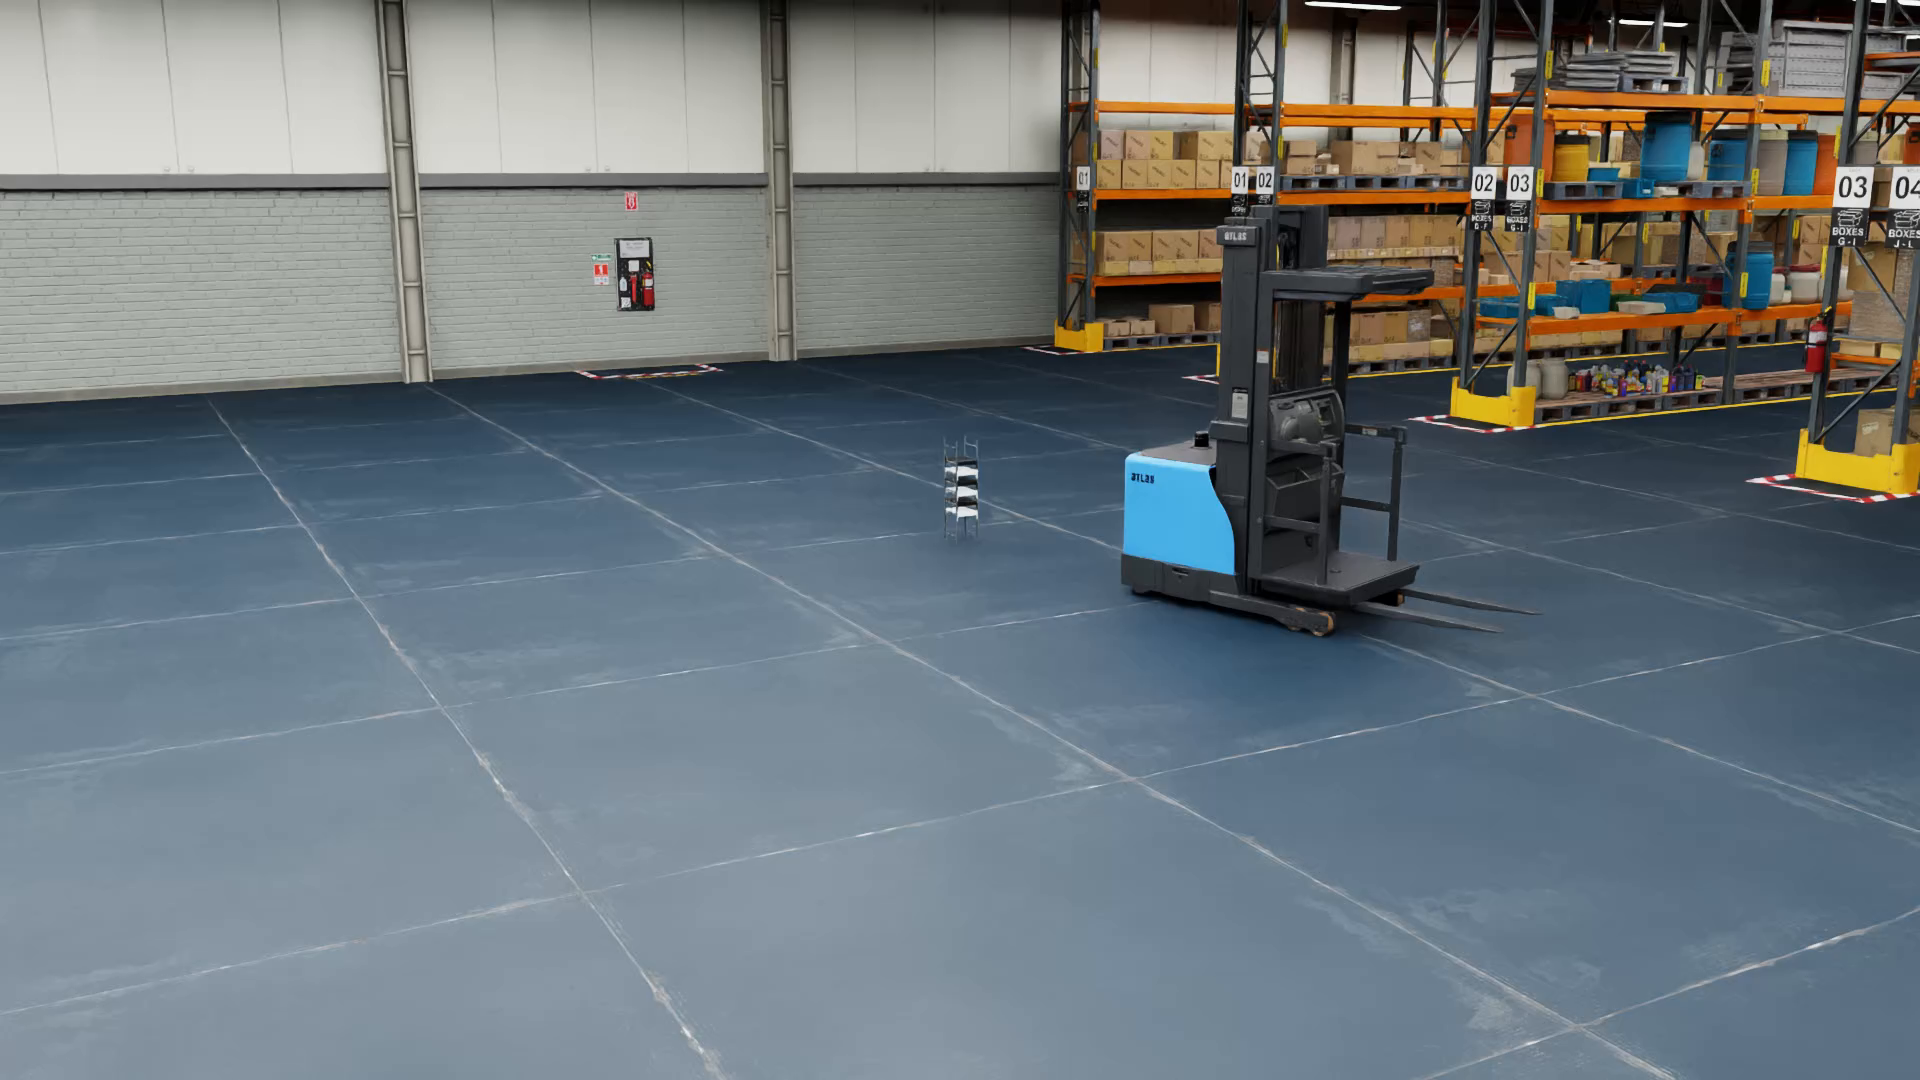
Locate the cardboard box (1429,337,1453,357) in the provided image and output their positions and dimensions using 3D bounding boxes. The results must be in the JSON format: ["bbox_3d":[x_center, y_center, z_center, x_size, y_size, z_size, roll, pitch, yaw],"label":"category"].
[{"bbox_3d":[7.652,-3.141,27.041,0.500,0.250,0.500,-7,14,-28],"label":"cardboard box"}]

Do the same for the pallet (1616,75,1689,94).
[{"bbox_3d":[8.542,-5.832,21.369,1.213,0.211,1.003,-7,14,-28],"label":"pallet"}]

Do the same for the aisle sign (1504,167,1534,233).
[{"bbox_3d":[6.891,-4.197,20.506,0.004,0.787,0.394,-7,14,-28],"label":"aisle sign"}]

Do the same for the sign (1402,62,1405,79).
[{"bbox_3d":[8.819,-9.310,32.994,0.005,0.325,0.100,-7,14,-28],"label":"sign"}]

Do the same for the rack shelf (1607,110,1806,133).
[{"bbox_3d":[13.221,-7.381,29.458,4.000,0.370,1.077,-7,14,-28],"label":"rack shelf"}]

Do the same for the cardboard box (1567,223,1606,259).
[{"bbox_3d":[13.083,-6.365,35.376,0.700,0.700,0.980,-7,14,-27],"label":"cardboard box"}]

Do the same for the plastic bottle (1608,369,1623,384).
[{"bbox_3d":[8.971,-2.204,22.773,0.135,0.276,0.152,-7,14,-28],"label":"plastic bottle"}]

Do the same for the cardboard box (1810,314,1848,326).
[{"bbox_3d":[16.623,-4.406,32.038,0.637,0.503,0.797,-7,14,-28],"label":"cardboard box"}]

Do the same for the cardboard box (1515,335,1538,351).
[{"bbox_3d":[9.330,-3.335,27.904,0.500,0.250,0.500,-7,15,-30],"label":"cardboard box"}]

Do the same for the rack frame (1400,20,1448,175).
[{"bbox_3d":[9.088,-8.671,32.641,0.127,3.000,1.000,-7,14,-28],"label":"rack frame"}]

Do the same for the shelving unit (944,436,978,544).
[{"bbox_3d":[0.007,-0.440,14.514,0.210,0.900,0.258,-7,14,-28],"label":"shelving unit"}]

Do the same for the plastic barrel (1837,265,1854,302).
[{"bbox_3d":[12.665,-3.695,23.943,0.421,0.512,0.421,0,13,0],"label":"plastic barrel"}]

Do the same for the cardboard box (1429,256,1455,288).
[{"bbox_3d":[7.568,-4.370,26.966,0.500,0.500,0.700,-7,15,-29],"label":"cardboard box"}]

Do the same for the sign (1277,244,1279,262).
[{"bbox_3d":[4.704,-4.301,24.738,0.005,0.325,0.100,-7,14,-28],"label":"sign"}]

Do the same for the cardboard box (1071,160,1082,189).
[{"bbox_3d":[2.311,-6.517,29.629,0.500,0.500,0.500,-6,14,-24],"label":"cardboard box"}]

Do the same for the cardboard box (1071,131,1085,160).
[{"bbox_3d":[2.320,-7.008,29.533,0.500,0.500,0.500,-6,14,-25],"label":"cardboard box"}]

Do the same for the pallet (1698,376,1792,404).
[{"bbox_3d":[10.995,-2.143,23.653,1.213,0.211,1.003,-7,14,-28],"label":"pallet"}]

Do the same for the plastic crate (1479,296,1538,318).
[{"bbox_3d":[7.109,-3.031,21.583,0.616,0.251,0.499,-7,14,-28],"label":"plastic crate"}]

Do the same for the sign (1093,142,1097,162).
[{"bbox_3d":[2.327,-6.687,28.670,0.005,0.325,0.100,-7,14,-28],"label":"sign"}]

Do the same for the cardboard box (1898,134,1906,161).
[{"bbox_3d":[18.044,-7.574,32.095,0.500,0.500,0.700,-7,14,-28],"label":"cardboard box"}]

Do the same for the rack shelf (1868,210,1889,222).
[{"bbox_3d":[10.942,-3.361,17.520,4.000,0.370,1.077,-7,14,-28],"label":"rack shelf"}]

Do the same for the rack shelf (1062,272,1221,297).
[{"bbox_3d":[3.822,-4.762,30.574,4.000,0.370,1.077,-7,14,-28],"label":"rack shelf"}]

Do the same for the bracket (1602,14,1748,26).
[{"bbox_3d":[15.595,-11.334,36.278,4.783,0.066,0.076,-7,14,-28],"label":"bracket"}]

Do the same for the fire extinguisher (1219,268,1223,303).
[{"bbox_3d":[4.117,-3.987,25.671,0.183,0.674,0.296,-7,14,-28],"label":"fire extinguisher"}]

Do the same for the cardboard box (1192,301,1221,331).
[{"bbox_3d":[4.686,-4.201,31.136,0.500,0.500,0.500,-8,15,-32],"label":"cardboard box"}]

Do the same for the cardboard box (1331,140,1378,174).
[{"bbox_3d":[6.032,-5.855,25.460,0.500,0.500,0.500,-7,14,-28],"label":"cardboard box"}]

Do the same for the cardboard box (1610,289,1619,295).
[{"bbox_3d":[13.747,-5.261,35.891,0.500,0.500,0.700,-7,14,-28],"label":"cardboard box"}]

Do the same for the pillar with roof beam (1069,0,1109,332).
[{"bbox_3d":[4.329,-7.240,26.283,0.548,9.000,9.100,-7,14,-28],"label":"pillar with roof beam"}]

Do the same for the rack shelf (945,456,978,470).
[{"bbox_3d":[0.007,-0.671,14.462,0.200,0.077,0.258,-7,14,-28],"label":"rack shelf"}]

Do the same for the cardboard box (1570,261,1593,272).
[{"bbox_3d":[10.587,-4.689,28.817,0.500,0.311,0.500,-7,14,-29],"label":"cardboard box"}]

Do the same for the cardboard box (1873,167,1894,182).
[{"bbox_3d":[9.281,-3.713,16.875,0.250,0.149,0.380,-7,14,-28],"label":"cardboard box"}]

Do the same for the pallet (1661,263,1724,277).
[{"bbox_3d":[13.170,-4.901,29.993,1.213,0.211,1.003,-7,14,-28],"label":"pallet"}]

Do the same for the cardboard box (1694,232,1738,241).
[{"bbox_3d":[13.880,-5.373,30.466,0.500,0.500,0.700,-4,13,-19],"label":"cardboard box"}]

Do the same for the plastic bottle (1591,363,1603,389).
[{"bbox_3d":[8.715,-2.247,22.793,0.185,0.351,0.144,-6,14,-26],"label":"plastic bottle"}]

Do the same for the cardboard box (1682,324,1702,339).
[{"bbox_3d":[12.901,-3.885,29.733,0.500,0.500,0.500,-7,14,-29],"label":"cardboard box"}]

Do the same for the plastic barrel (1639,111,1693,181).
[{"bbox_3d":[9.399,-5.243,22.142,0.708,0.901,0.600,-7,14,-28],"label":"plastic barrel"}]

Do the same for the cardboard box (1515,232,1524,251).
[{"bbox_3d":[11.427,-6.164,34.217,0.500,0.500,0.500,-7,14,-28],"label":"cardboard box"}]

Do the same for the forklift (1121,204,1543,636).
[{"bbox_3d":[2.662,-0.888,11.879,3.031,2.935,1.130,12,17,42],"label":"forklift"}]

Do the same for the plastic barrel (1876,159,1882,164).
[{"bbox_3d":[13.416,-5.379,24.591,0.421,0.512,0.421,0,13,0],"label":"plastic barrel"}]

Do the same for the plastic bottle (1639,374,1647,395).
[{"bbox_3d":[9.121,-2.075,22.210,0.097,0.271,0.097,0,13,0],"label":"plastic bottle"}]

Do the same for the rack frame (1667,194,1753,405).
[{"bbox_3d":[10.324,-3.414,22.946,0.127,3.000,1.000,-7,14,-28],"label":"rack frame"}]

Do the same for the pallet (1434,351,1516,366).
[{"bbox_3d":[8.582,-3.093,27.873,1.213,0.211,1.003,-7,14,-28],"label":"pallet"}]

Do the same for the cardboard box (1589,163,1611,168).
[{"bbox_3d":[10.642,-6.267,28.180,0.500,0.250,0.500,-6,14,-26],"label":"cardboard box"}]

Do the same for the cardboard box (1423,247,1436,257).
[{"bbox_3d":[7.372,-4.610,26.558,0.250,0.149,0.380,-7,15,-30],"label":"cardboard box"}]

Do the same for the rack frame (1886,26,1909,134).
[{"bbox_3d":[18.487,-8.558,32.140,0.127,3.000,1.000,-7,14,-28],"label":"rack frame"}]

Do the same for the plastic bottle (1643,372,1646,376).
[{"bbox_3d":[9.249,-2.130,22.426,0.133,0.283,0.061,-7,14,-28],"label":"plastic bottle"}]

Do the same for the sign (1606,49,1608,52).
[{"bbox_3d":[11.197,-8.314,28.749,0.005,0.325,0.100,-7,14,-28],"label":"sign"}]

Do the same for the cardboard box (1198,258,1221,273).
[{"bbox_3d":[4.432,-5.045,30.489,0.500,0.250,0.500,-7,14,-28],"label":"cardboard box"}]

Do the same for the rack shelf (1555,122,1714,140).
[{"bbox_3d":[14.355,-8.756,35.568,4.000,0.370,1.077,-7,14,-28],"label":"rack shelf"}]

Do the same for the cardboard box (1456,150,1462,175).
[{"bbox_3d":[9.926,-7.599,33.479,0.500,0.500,0.700,-8,15,-31],"label":"cardboard box"}]

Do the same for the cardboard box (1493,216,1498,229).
[{"bbox_3d":[10.519,-6.421,33.652,0.500,0.250,0.500,-7,14,-27],"label":"cardboard box"}]

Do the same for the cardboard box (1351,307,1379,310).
[{"bbox_3d":[6.520,-3.504,26.947,0.500,0.500,0.500,-7,14,-28],"label":"cardboard box"}]
